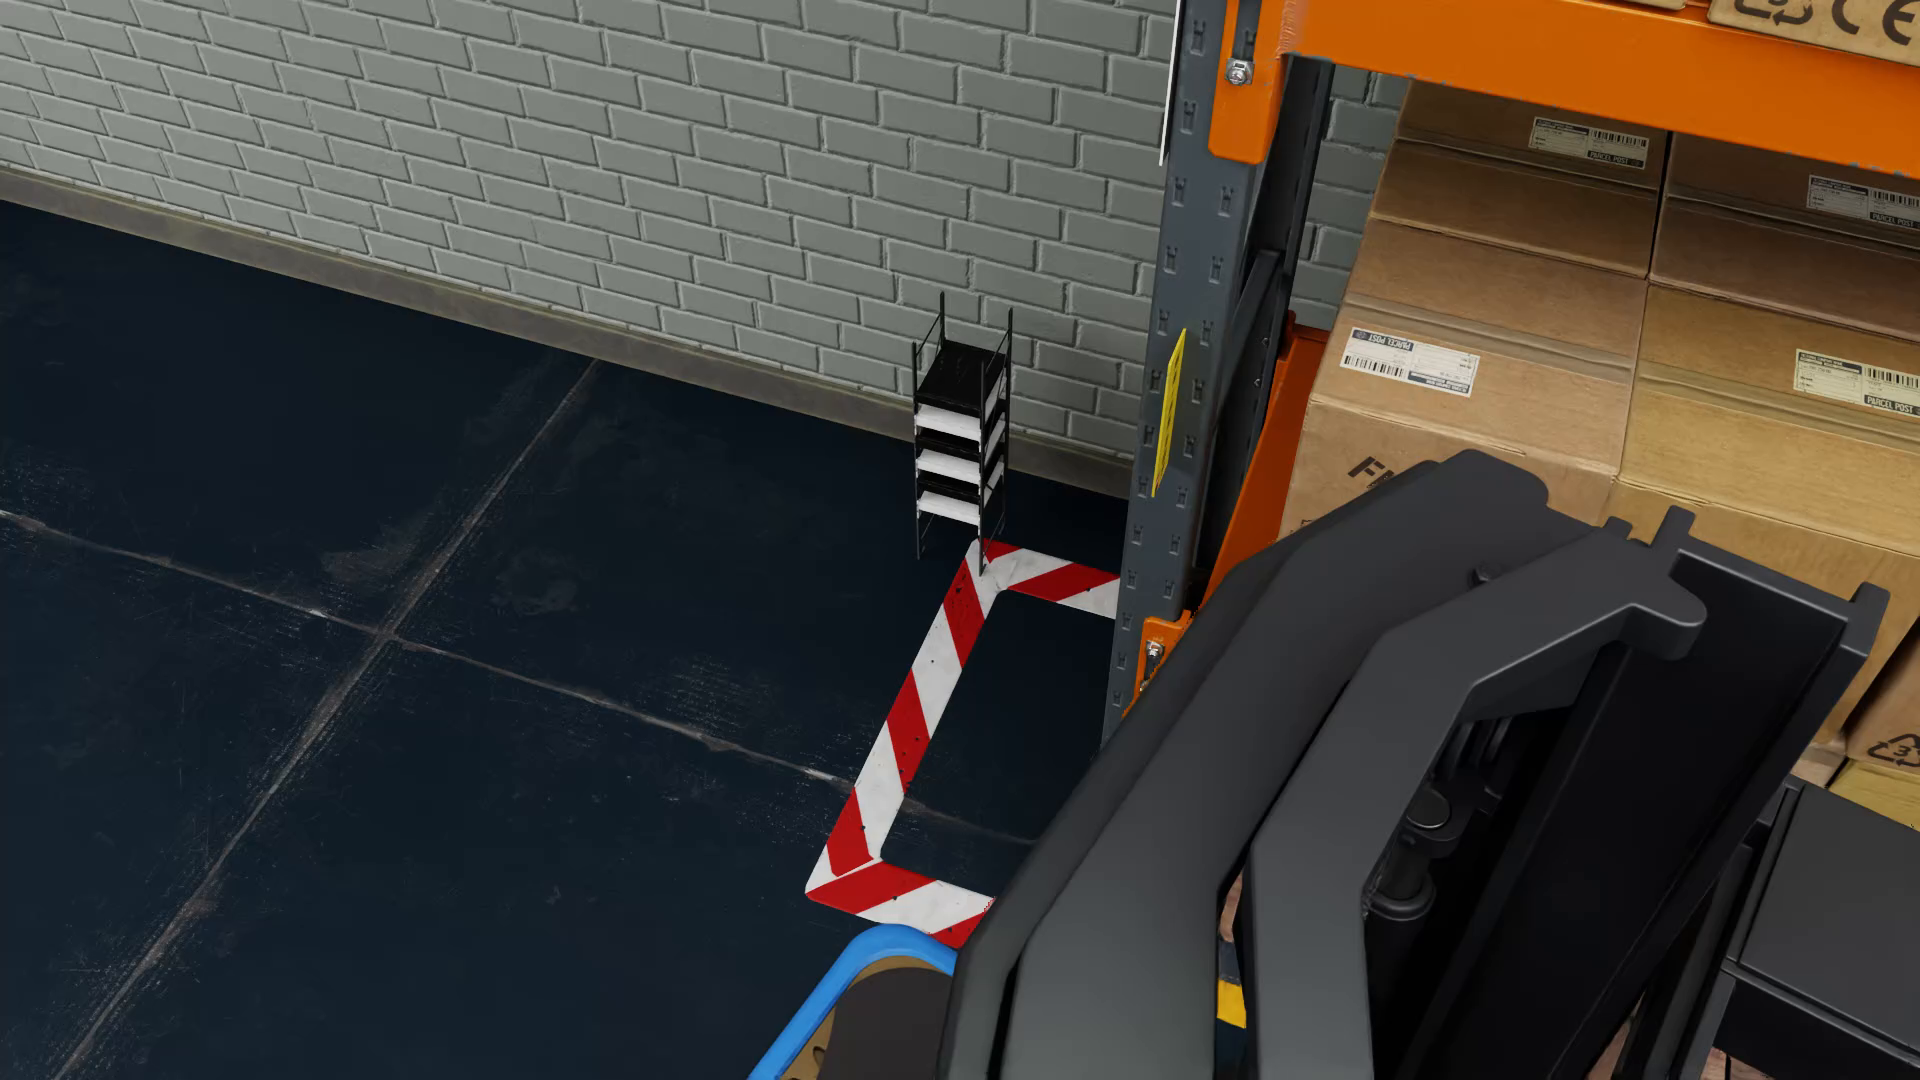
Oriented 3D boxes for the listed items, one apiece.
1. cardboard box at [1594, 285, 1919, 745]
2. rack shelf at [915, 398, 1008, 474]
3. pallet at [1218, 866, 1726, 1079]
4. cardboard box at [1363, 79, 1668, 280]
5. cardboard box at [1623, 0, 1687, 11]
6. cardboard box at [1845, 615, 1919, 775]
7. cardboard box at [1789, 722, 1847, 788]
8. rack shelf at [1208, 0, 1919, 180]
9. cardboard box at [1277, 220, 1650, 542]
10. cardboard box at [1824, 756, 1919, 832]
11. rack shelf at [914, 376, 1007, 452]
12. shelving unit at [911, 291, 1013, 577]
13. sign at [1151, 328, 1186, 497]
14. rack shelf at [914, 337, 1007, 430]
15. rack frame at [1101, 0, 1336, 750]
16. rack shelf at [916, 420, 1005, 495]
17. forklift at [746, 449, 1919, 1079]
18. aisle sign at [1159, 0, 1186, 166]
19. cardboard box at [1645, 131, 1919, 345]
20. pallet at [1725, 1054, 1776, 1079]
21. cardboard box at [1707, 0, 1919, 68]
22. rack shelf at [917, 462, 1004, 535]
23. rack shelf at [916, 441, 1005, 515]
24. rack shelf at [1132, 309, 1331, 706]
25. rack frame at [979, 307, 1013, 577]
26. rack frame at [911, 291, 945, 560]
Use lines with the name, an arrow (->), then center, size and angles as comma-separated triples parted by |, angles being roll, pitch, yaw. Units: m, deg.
cardboard box -> 1.353, -0.046, 2.895 | 0.500, 0.500, 0.500 | 16, 51, 13
rack shelf -> 0.007, -0.330, 4.865 | 0.200, 0.077, 0.258 | 16, 51, 13
pallet -> 1.370, 0.853, 4.371 | 1.213, 0.211, 1.003 | 16, 51, 13
cardboard box -> 1.065, -0.548, 3.330 | 0.500, 0.500, 0.500 | 15, 51, 13
cardboard box -> 0.776, -1.075, 2.132 | 0.500, 0.500, 0.500 | 17, 51, 14
cardboard box -> 1.836, 0.093, 2.774 | 0.500, 0.500, 0.500 | 14, 51, 12
cardboard box -> 1.389, 0.203, 3.175 | 0.500, 0.250, 0.500 | 14, 51, 12
rack shelf -> 2.425, -0.541, 2.225 | 4.000, 0.370, 1.077 | 16, 51, 13
cardboard box -> 0.893, -0.183, 3.013 | 0.500, 0.500, 0.500 | 16, 51, 13
cardboard box -> 1.865, 0.341, 3.055 | 0.500, 0.250, 0.500 | 15, 51, 13
rack shelf -> 0.007, -0.389, 4.797 | 0.200, 0.077, 0.258 | 16, 51, 13
shelving unit -> 0.007, -0.293, 4.908 | 0.210, 0.900, 0.258 | 16, 51, 13
sign -> 0.361, -0.217, 2.880 | 0.005, 0.325, 0.100 | 16, 51, 13
rack shelf -> 0.007, -0.448, 4.729 | 0.200, 0.077, 0.258 | 16, 51, 13
rack frame -> 0.549, -0.318, 3.541 | 0.127, 3.000, 1.000 | 16, 51, 13
rack shelf -> 0.007, -0.271, 4.933 | 0.200, 0.077, 0.258 | 16, 51, 13
forklift -> 0.820, 1.376, 2.118 | 3.031, 2.935, 1.130 | 26, 54, 21
aisle sign -> 0.378, -0.976, 2.390 | 0.004, 0.787, 0.394 | 16, 51, 13
cardboard box -> 1.534, -0.409, 3.210 | 0.500, 0.500, 0.500 | 16, 51, 14
pallet -> 2.511, 1.174, 4.093 | 1.213, 0.211, 1.003 | 16, 51, 13
cardboard box -> 1.268, -0.909, 1.988 | 0.500, 0.500, 0.500 | 19, 52, 16
rack shelf -> 0.008, -0.153, 5.069 | 0.200, 0.077, 0.258 | 16, 51, 13
rack shelf -> 0.007, -0.212, 5.001 | 0.200, 0.077, 0.258 | 16, 51, 13
rack shelf -> 2.425, 0.441, 3.358 | 4.000, 0.370, 1.077 | 16, 51, 13
rack frame -> 0.103, -0.266, 4.885 | 0.006, 0.900, 0.240 | 16, 51, 13
rack frame -> -0.088, -0.319, 4.931 | 0.006, 0.900, 0.240 | 16, 51, 13
